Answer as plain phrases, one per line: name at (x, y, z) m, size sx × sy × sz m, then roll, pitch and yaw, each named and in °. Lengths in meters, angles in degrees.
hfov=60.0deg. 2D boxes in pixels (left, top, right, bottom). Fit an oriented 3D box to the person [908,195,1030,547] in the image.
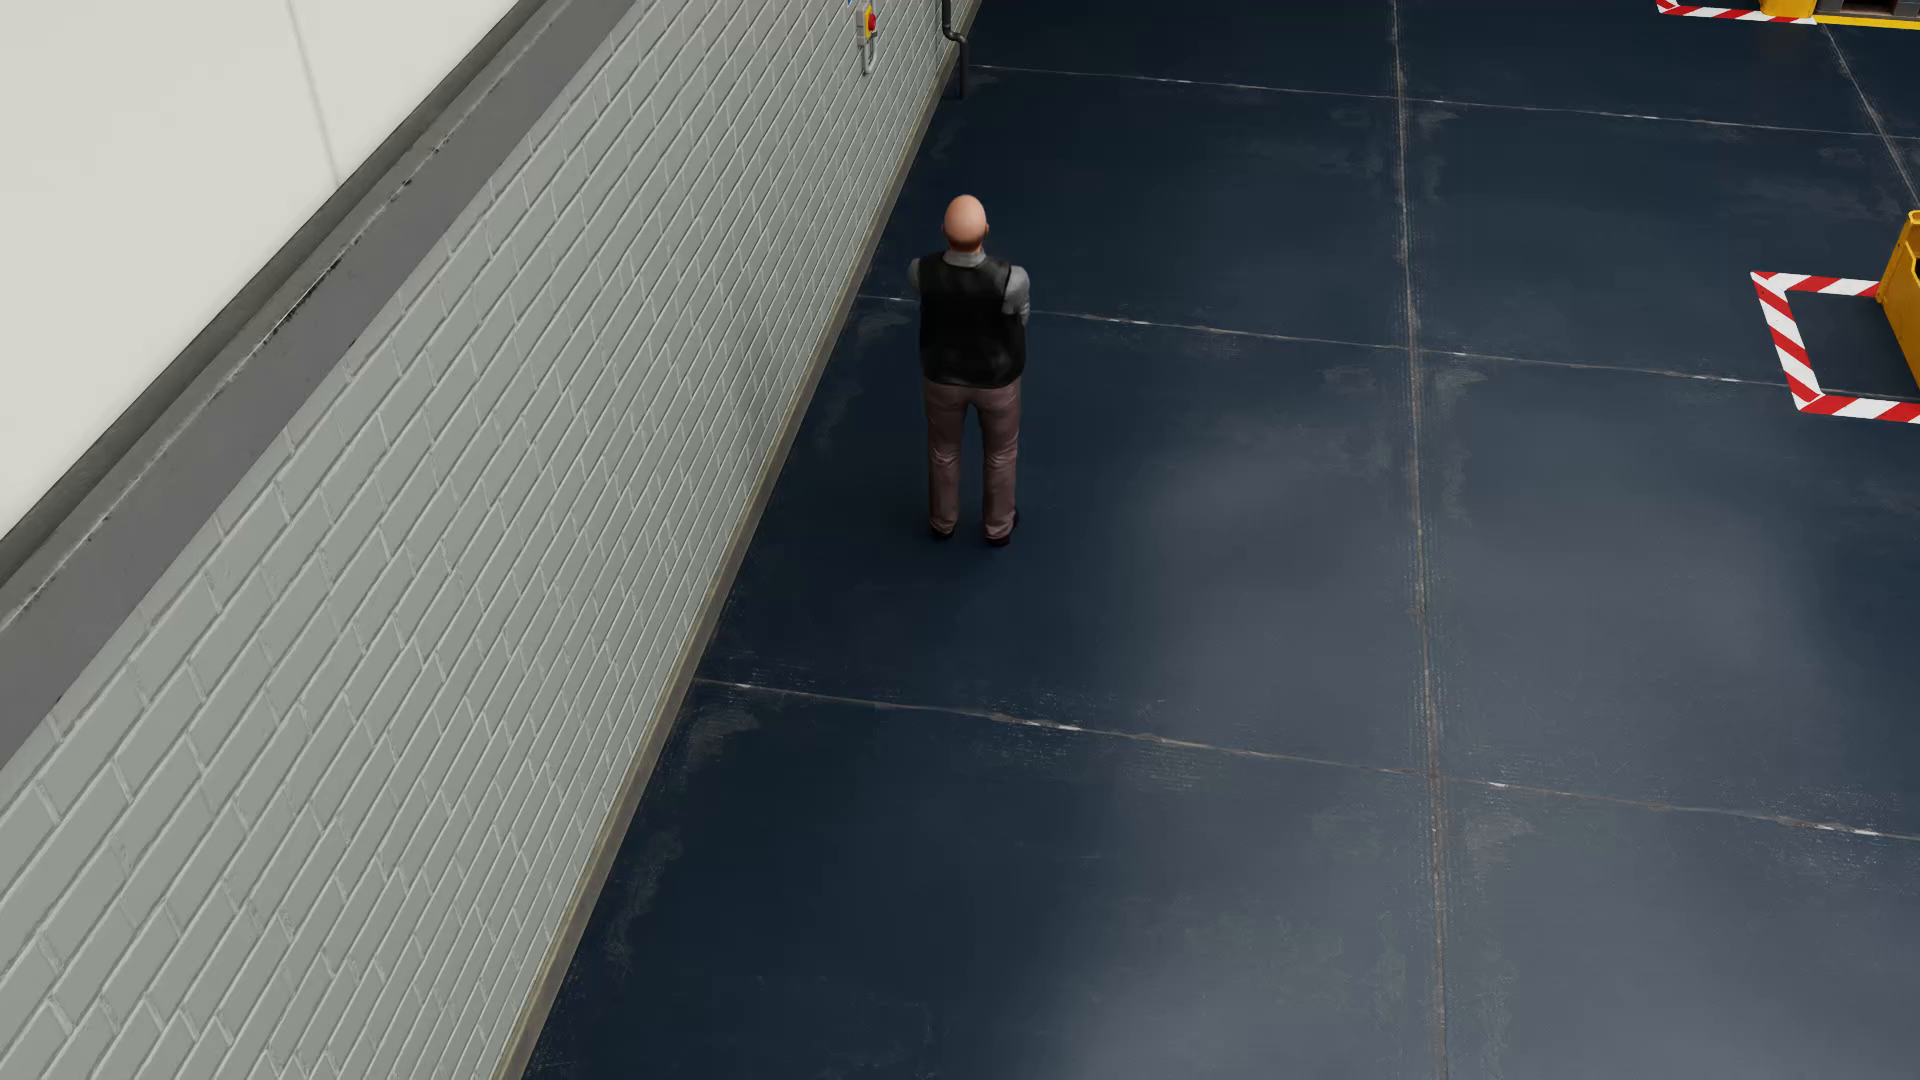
person at (0.053, -0.755, 7.073) m, size 0.496 × 1.714 × 0.550 m, roll 6°, pitch 41°, yaw 8°
